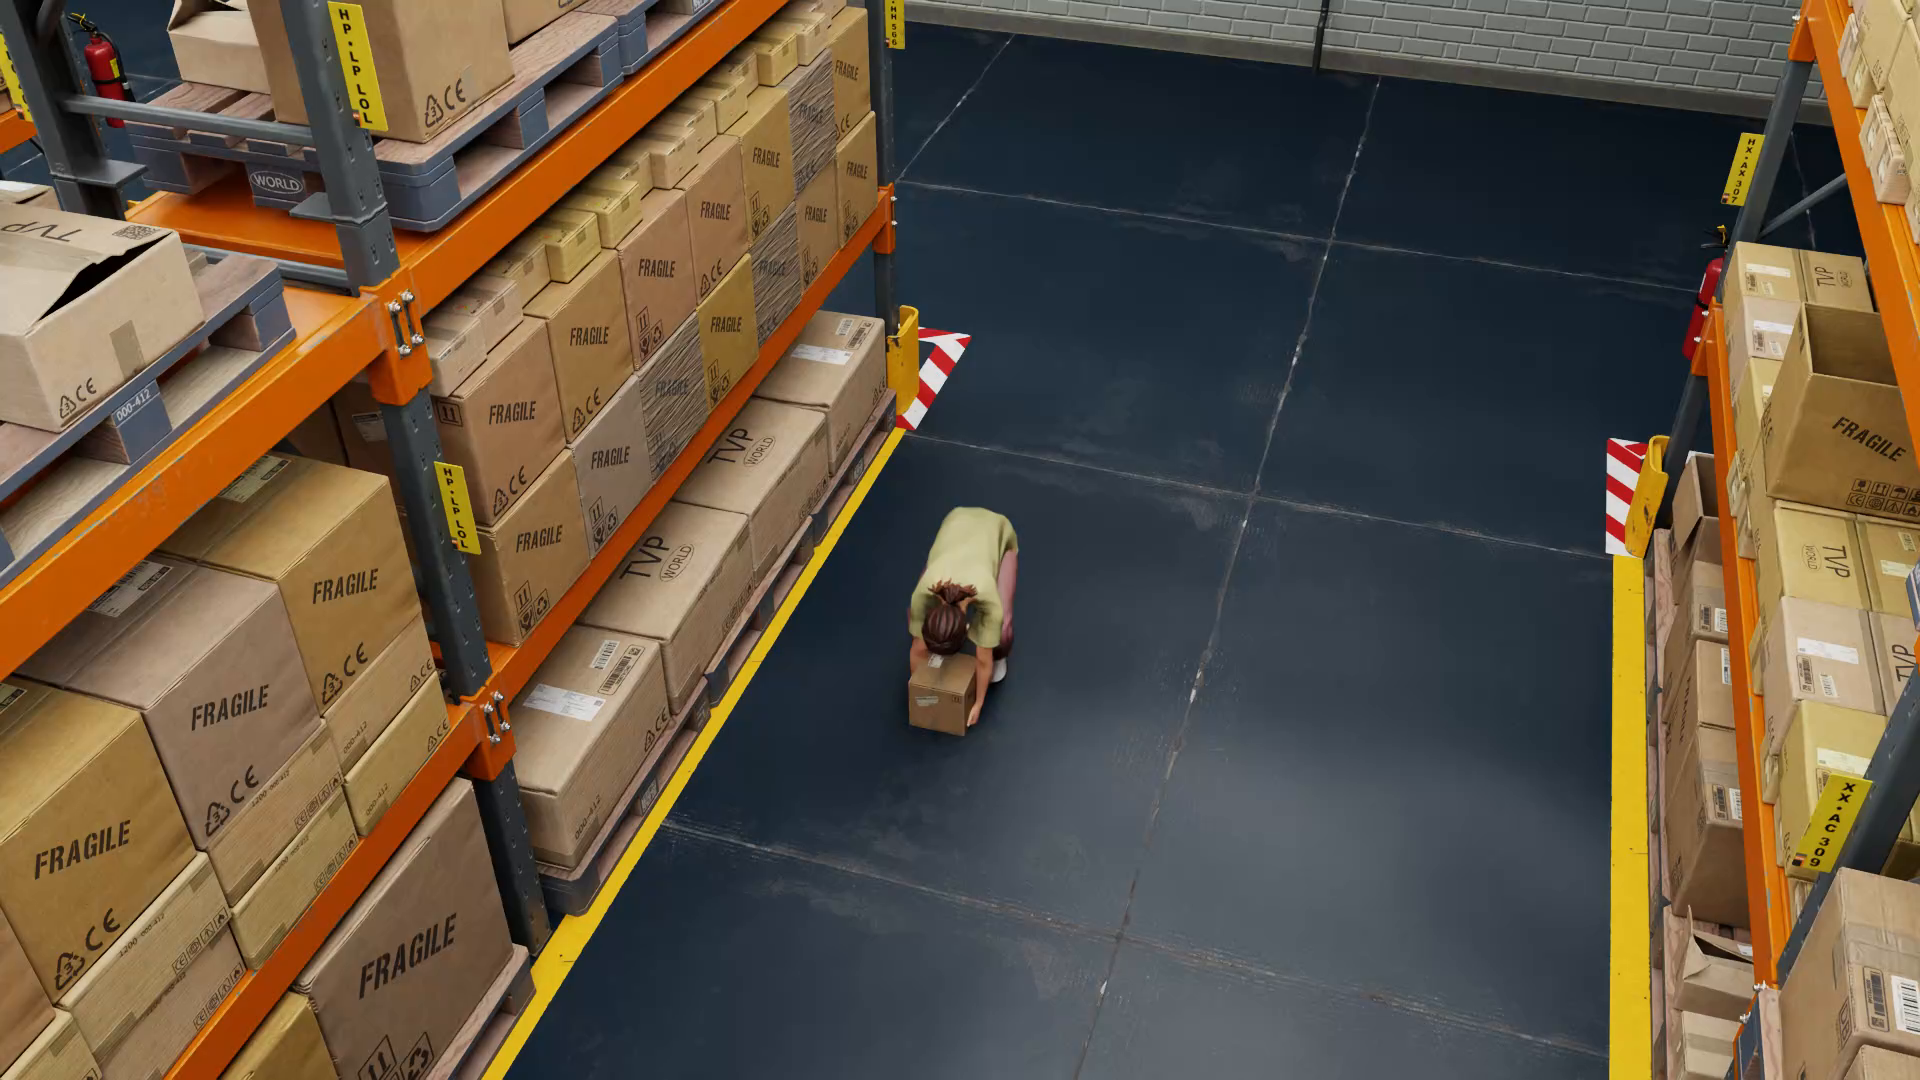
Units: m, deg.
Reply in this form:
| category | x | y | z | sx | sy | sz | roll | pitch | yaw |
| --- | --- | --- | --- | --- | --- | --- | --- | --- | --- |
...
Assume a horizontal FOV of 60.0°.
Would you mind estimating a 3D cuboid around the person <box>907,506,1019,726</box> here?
| category | x | y | z | sx | sy | sz | roll | pitch | yaw |
| --- | --- | --- | --- | --- | --- | --- | --- | --- | --- |
| person | 0.014 | 0.335 | 7.223 | 0.460 | 0.773 | 0.866 | 10 | 38 | 12 |
